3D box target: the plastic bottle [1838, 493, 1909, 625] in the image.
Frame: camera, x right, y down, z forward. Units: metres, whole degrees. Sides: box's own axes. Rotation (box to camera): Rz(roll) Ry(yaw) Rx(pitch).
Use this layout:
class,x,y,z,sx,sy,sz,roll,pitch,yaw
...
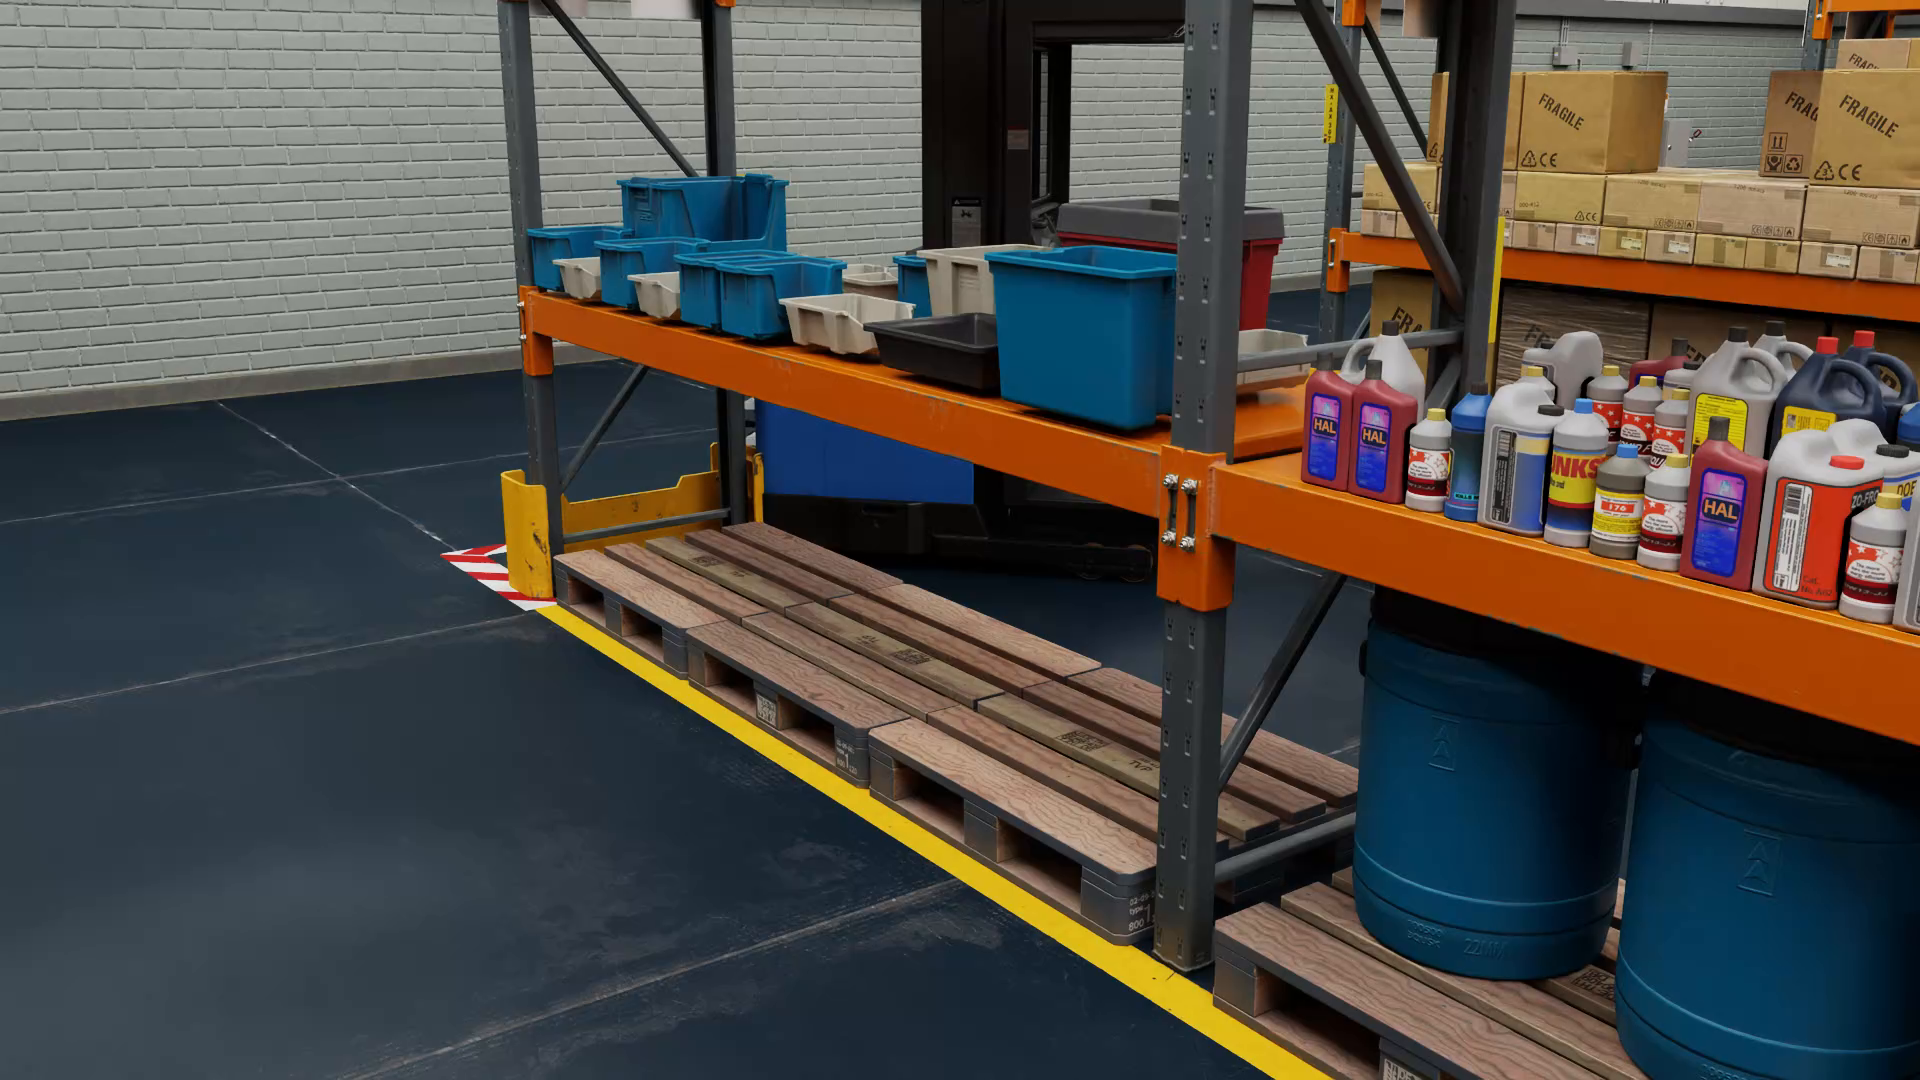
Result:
class,x,y,z,sx,sy,sz,roll,pitch,yaw
plastic bottle,1.481,0.026,2.676,0.097,0.201,0.097,0,15,0

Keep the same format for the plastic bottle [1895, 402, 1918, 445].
class,x,y,z,sx,sy,sz,roll,pitch,yaw
plastic bottle,1.932,-0.175,3.269,0.152,0.276,0.135,-11,19,-35

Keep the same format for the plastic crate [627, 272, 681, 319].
class,x,y,z,sx,sy,sz,roll,pitch,yaw
plastic crate,-1.025,-0.881,5.997,0.250,0.136,0.298,-11,19,-35

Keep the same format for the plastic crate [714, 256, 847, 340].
class,x,y,z,sx,sy,sz,roll,pitch,yaw
plastic crate,-0.595,-0.808,5.550,0.416,0.233,0.300,-11,19,-35

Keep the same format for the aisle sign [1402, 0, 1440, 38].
class,x,y,z,sx,sy,sz,roll,pitch,yaw
aisle sign,2.782,-3.393,9.868,0.394,0.787,0.004,-11,19,-35

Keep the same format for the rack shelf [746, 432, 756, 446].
class,x,y,z,sx,sy,sz,roll,pitch,yaw
rack shelf,-0.945,-0.494,8.304,0.200,0.077,0.258,3,16,12

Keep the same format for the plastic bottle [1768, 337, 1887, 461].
class,x,y,z,sx,sy,sz,roll,pitch,yaw
plastic bottle,1.724,-0.224,3.304,0.144,0.351,0.185,-11,19,-35

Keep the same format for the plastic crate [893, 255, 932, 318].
class,x,y,z,sx,sy,sz,roll,pitch,yaw
plastic crate,-0.010,-0.858,5.733,0.416,0.233,0.300,-11,19,-35

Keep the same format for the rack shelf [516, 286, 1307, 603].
class,x,y,z,sx,sy,sz,roll,pitch,yaw
rack shelf,-0.249,-0.535,5.711,1.077,0.370,4.000,-11,19,-35

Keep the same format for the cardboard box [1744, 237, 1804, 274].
class,x,y,z,sx,sy,sz,roll,pitch,yaw
cardboard box,3.884,-1.336,7.752,0.380,0.149,0.250,-10,18,-34

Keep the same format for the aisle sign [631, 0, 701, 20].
class,x,y,z,sx,sy,sz,roll,pitch,yaw
aisle sign,-1.230,-2.624,7.055,0.394,0.787,0.004,-11,19,-35

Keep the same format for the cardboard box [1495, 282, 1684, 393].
class,x,y,z,sx,sy,sz,roll,pitch,yaw
cardboard box,3.558,-0.937,9.046,0.875,0.875,0.875,-11,19,-35

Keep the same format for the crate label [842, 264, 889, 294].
class,x,y,z,sx,sy,sz,roll,pitch,yaw
crate label,-0.457,-0.945,6.232,0.396,0.136,0.243,-11,19,-35

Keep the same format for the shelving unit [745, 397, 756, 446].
class,x,y,z,sx,sy,sz,roll,pitch,yaw
shelving unit,-0.945,-0.526,8.295,0.210,0.900,0.258,3,16,12

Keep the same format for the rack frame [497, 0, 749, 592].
class,x,y,z,sx,sy,sz,roll,pitch,yaw
rack frame,-1.425,-1.309,7.176,1.000,3.000,0.127,-11,19,-35

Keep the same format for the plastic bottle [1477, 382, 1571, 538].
class,x,y,z,sx,sy,sz,roll,pitch,yaw
plastic bottle,1.106,-0.159,3.209,0.152,0.276,0.135,-11,19,-35

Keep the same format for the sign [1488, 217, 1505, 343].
class,x,y,z,sx,sy,sz,roll,pitch,yaw
sign,1.373,-0.673,4.329,0.100,0.325,0.005,-11,19,-35

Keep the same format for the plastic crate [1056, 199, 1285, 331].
class,x,y,z,sx,sy,sz,roll,pitch,yaw
plastic crate,0.605,-0.744,4.878,0.402,0.464,0.583,-11,19,-35

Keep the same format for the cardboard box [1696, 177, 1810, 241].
class,x,y,z,sx,sy,sz,roll,pitch,yaw
cardboard box,3.855,-1.567,7.841,0.500,0.250,0.500,-10,18,-33

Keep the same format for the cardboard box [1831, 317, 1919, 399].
class,x,y,z,sx,sy,sz,roll,pitch,yaw
cardboard box,4.610,-0.555,7.650,0.875,0.875,0.875,-11,19,-35

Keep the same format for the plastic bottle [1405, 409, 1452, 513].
class,x,y,z,sx,sy,sz,roll,pitch,yaw
plastic bottle,0.959,-0.164,3.370,0.097,0.201,0.097,0,15,0

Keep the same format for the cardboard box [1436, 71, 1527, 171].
class,x,y,z,sx,sy,sz,roll,pitch,yaw
cardboard box,2.939,-2.259,8.949,0.500,0.500,0.500,-11,19,-36

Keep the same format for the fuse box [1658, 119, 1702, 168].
class,x,y,z,sx,sy,sz,roll,pitch,yaw
fuse box,9.048,-4.490,21.239,0.539,1.711,0.414,-11,19,-35

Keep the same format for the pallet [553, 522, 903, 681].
class,x,y,z,sx,sy,sz,roll,pitch,yaw
pallet,-0.971,0.218,6.879,1.003,0.211,1.213,-11,19,-35

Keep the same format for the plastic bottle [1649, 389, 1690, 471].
class,x,y,z,sx,sy,sz,roll,pitch,yaw
plastic bottle,1.545,-0.224,3.587,0.097,0.201,0.097,0,15,0

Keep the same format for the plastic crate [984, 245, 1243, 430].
class,x,y,z,sx,sy,sz,roll,pitch,yaw
plastic crate,0.377,-0.523,4.220,0.392,0.384,0.575,-11,19,-35

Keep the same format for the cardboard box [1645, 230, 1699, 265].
class,x,y,z,sx,sy,sz,roll,pitch,yaw
cardboard box,3.584,-1.445,8.151,0.380,0.149,0.250,-10,18,-34

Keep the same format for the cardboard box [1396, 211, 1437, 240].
class,x,y,z,sx,sy,sz,roll,pitch,yaw
cardboard box,2.675,-1.775,9.355,0.380,0.149,0.250,-11,19,-35

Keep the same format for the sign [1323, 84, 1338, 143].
class,x,y,z,sx,sy,sz,roll,pitch,yaw
sign,2.129,-2.449,9.550,0.100,0.325,0.005,-11,19,-35

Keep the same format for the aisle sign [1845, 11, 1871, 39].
class,x,y,z,sx,sy,sz,roll,pitch,yaw
aisle sign,6.853,-4.142,12.603,0.394,0.787,0.004,-11,19,-35

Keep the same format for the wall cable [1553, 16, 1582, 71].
class,x,y,z,sx,sy,sz,roll,pitch,yaw
wall cable,7.263,-5.321,19.853,0.585,1.953,0.123,-11,19,-35

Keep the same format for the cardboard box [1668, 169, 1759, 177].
class,x,y,z,sx,sy,sz,roll,pitch,yaw
cardboard box,3.988,-1.759,8.541,0.500,0.250,0.500,-11,19,-34

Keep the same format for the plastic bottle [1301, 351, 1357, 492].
class,x,y,z,sx,sy,sz,roll,pitch,yaw
plastic bottle,0.798,-0.254,3.543,0.061,0.283,0.133,-11,19,-35

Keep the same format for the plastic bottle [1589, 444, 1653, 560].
class,x,y,z,sx,sy,sz,roll,pitch,yaw
plastic bottle,1.209,-0.073,3.037,0.097,0.201,0.097,0,15,0

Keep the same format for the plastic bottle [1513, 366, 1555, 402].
class,x,y,z,sx,sy,sz,roll,pitch,yaw
plastic bottle,1.330,-0.302,3.872,0.097,0.201,0.097,0,15,0

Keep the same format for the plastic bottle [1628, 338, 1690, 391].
class,x,y,z,sx,sy,sz,roll,pitch,yaw
plastic bottle,1.593,-0.322,3.792,0.061,0.283,0.133,-11,19,-35

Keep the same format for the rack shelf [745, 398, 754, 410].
class,x,y,z,sx,sy,sz,roll,pitch,yaw
rack shelf,-0.945,-0.668,8.256,0.200,0.077,0.258,3,16,12

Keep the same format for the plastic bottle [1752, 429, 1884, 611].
class,x,y,z,sx,sy,sz,roll,pitch,yaw
plastic bottle,1.435,-0.039,2.772,0.152,0.276,0.135,-11,19,-35

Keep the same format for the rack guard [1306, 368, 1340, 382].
class,x,y,z,sx,sy,sz,roll,pitch,yaw
rack guard,2.567,-0.877,10.334,1.175,0.500,0.348,-11,19,-35

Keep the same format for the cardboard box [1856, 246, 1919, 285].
class,x,y,z,sx,sy,sz,roll,pitch,yaw
cardboard box,4.187,-1.226,7.351,0.380,0.149,0.250,-11,19,-35

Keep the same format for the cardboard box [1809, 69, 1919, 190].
class,x,y,z,sx,sy,sz,roll,pitch,yaw
cardboard box,4.156,-1.821,7.346,0.500,0.500,0.500,-11,19,-34

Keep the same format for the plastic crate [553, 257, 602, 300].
class,x,y,z,sx,sy,sz,roll,pitch,yaw
plastic crate,-1.424,-1.025,6.526,0.250,0.136,0.298,-11,19,-35

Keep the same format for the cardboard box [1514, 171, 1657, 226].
class,x,y,z,sx,sy,sz,roll,pitch,yaw
cardboard box,3.249,-1.787,8.642,0.500,0.250,0.500,-12,19,-36

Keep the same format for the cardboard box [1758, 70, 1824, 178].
class,x,y,z,sx,sy,sz,roll,pitch,yaw
cardboard box,4.266,-2.015,8.056,0.500,0.500,0.500,-12,19,-36

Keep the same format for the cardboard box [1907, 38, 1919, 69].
class,x,y,z,sx,sy,sz,roll,pitch,yaw
cardboard box,7.004,-3.256,11.644,0.500,0.500,0.500,-10,18,-33

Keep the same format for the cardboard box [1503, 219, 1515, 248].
class,x,y,z,sx,sy,sz,roll,pitch,yaw
cardboard box,2.980,-1.665,8.952,0.380,0.149,0.250,-11,19,-35

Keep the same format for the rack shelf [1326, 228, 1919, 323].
class,x,y,z,sx,sy,sz,roll,pitch,yaw
rack shelf,3.757,-1.304,8.520,1.077,0.370,4.000,-11,19,-35

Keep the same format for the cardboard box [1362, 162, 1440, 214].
class,x,y,z,sx,sy,sz,roll,pitch,yaw
cardboard box,2.645,-2.004,9.438,0.500,0.250,0.500,-11,19,-36

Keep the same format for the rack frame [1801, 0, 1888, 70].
class,x,y,z,sx,sy,sz,roll,pitch,yaw
rack frame,6.653,-2.826,12.719,1.000,3.000,0.127,-11,19,-35

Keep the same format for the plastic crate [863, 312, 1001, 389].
class,x,y,z,sx,sy,sz,roll,pitch,yaw
plastic crate,0.052,-0.548,4.805,0.437,0.125,0.590,-11,19,-35

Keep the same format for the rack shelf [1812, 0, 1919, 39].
class,x,y,z,sx,sy,sz,roll,pitch,yaw
rack shelf,7.829,-3.499,10.858,1.077,0.370,4.000,-11,19,-35

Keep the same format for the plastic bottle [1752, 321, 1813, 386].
class,x,y,z,sx,sy,sz,roll,pitch,yaw
plastic bottle,1.732,-0.285,3.530,0.144,0.351,0.185,-11,19,-35

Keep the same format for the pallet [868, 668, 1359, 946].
class,x,y,z,sx,sy,sz,roll,pitch,yaw
pallet,0.463,0.739,4.975,1.003,0.211,1.213,-11,19,-35

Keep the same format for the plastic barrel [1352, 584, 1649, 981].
class,x,y,z,sx,sy,sz,roll,pitch,yaw
plastic barrel,1.233,0.474,3.843,0.600,0.901,0.708,-11,19,-35

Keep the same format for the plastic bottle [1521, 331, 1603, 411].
class,x,y,z,sx,sy,sz,roll,pitch,yaw
plastic bottle,1.420,-0.361,3.948,0.152,0.276,0.135,-11,19,-35

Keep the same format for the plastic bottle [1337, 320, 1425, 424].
class,x,y,z,sx,sy,sz,roll,pitch,yaw
plastic bottle,0.896,-0.297,3.572,0.144,0.351,0.185,-11,19,-35

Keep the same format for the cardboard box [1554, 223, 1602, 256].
class,x,y,z,sx,sy,sz,roll,pitch,yaw
cardboard box,3.281,-1.555,8.552,0.380,0.149,0.250,-11,19,-35

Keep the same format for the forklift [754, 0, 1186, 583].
class,x,y,z,sx,sy,sz,roll,pitch,yaw
forklift,0.611,-1.378,7.559,3.031,2.935,1.130,3,16,12

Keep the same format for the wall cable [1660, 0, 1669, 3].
class,x,y,z,sx,sy,sz,roll,pitch,yaw
wall cable,9.911,-8.239,21.061,2.988,3.039,0.133,-11,19,-35
